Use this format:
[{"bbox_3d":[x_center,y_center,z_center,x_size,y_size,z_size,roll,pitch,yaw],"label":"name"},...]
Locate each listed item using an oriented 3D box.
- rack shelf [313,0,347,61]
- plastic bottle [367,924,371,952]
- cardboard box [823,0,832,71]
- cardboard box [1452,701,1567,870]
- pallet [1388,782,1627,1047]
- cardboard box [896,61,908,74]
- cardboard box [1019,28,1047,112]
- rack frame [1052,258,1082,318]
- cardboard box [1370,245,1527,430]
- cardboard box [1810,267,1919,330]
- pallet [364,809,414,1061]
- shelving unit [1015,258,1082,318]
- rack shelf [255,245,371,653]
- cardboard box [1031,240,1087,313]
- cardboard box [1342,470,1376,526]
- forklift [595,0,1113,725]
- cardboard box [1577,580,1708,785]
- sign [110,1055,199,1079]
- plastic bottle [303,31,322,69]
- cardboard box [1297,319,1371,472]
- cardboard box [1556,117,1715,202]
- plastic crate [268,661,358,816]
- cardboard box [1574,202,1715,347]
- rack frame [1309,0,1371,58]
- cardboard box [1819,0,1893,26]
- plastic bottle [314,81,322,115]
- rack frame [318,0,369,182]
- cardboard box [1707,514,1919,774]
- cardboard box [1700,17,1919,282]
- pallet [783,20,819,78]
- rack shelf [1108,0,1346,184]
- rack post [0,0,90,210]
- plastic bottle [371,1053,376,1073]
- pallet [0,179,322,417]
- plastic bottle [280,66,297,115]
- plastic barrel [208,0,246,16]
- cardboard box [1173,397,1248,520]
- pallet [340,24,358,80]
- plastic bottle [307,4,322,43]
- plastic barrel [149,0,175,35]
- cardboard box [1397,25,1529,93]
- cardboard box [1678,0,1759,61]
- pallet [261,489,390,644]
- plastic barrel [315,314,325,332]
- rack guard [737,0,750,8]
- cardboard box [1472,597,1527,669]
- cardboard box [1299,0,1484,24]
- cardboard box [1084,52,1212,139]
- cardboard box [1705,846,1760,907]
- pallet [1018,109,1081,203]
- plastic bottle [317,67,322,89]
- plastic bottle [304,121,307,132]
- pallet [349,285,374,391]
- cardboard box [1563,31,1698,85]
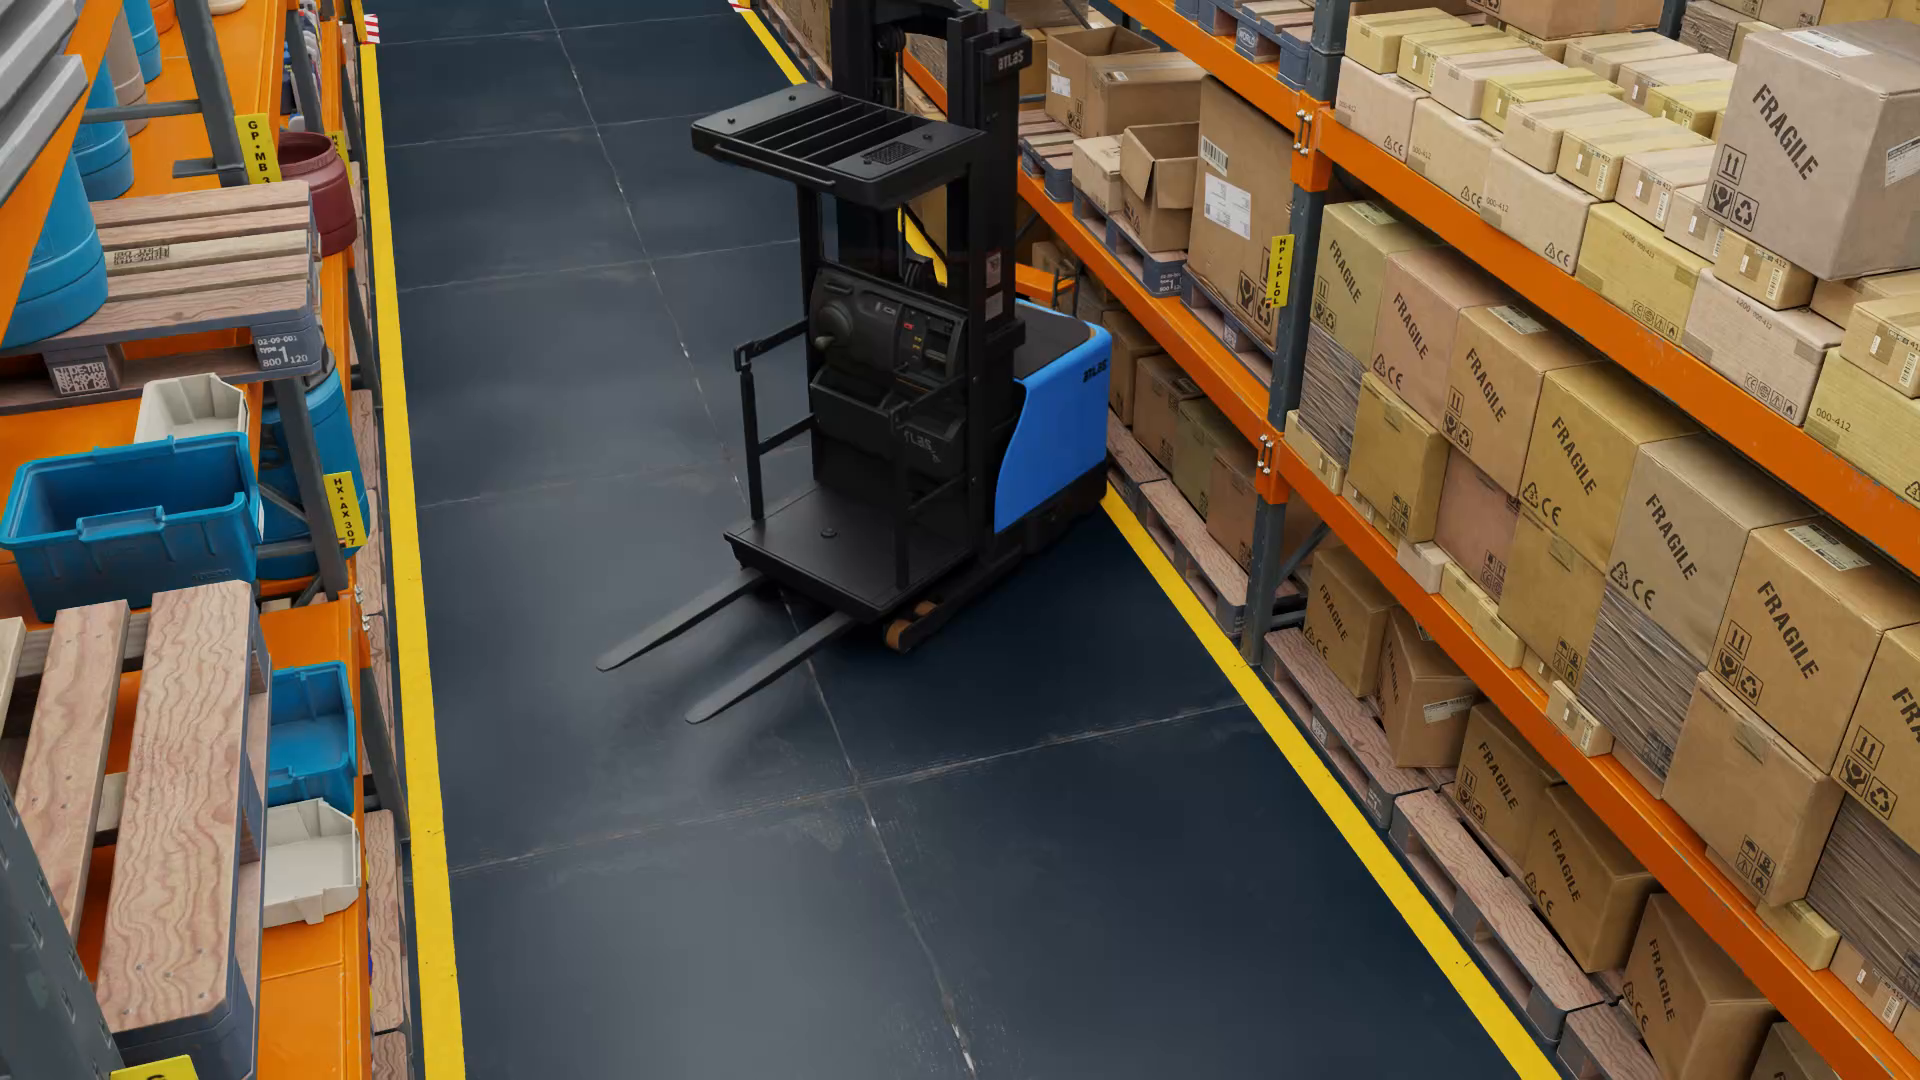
[{"bbox_3d":[-5.893,-4.859,14.355,1.077,0.370,4.000,-10,35,-15],"label":"rack shelf"},{"bbox_3d":[-2.313,1.403,6.229,0.144,0.351,0.185,-12,35,-17],"label":"plastic bottle"},{"bbox_3d":[-0.691,-4.591,14.843,0.875,0.875,0.875,-10,35,-15],"label":"cardboard box"},{"bbox_3d":[2.404,0.955,6.791,0.500,0.500,0.500,-13,36,-19],"label":"cardboard box"},{"bbox_3d":[2.488,1.410,6.745,1.003,0.211,1.213,-10,35,-15],"label":"pallet"},{"bbox_3d":[-0.079,-3.429,13.085,1.225,0.875,0.875,-11,35,-16],"label":"cardboard box"},{"bbox_3d":[0.267,-3.101,10.951,0.500,0.500,0.500,-9,35,-13],"label":"cardboard box"},{"bbox_3d":[0.567,-1.009,9.490,0.015,1.200,0.240,23,35,31],"label":"rack frame"},{"bbox_3d":[1.923,-0.784,6.267,0.500,0.500,0.500,-10,35,-15],"label":"cardboard box"},{"bbox_3d":[2.501,-0.651,4.387,0.380,0.149,0.250,-10,35,-14],"label":"cardboard box"},{"bbox_3d":[-2.678,1.614,6.436,1.003,0.211,1.213,-10,35,-15],"label":"pallet"},{"bbox_3d":[0.374,-1.092,9.615,0.503,1.200,0.258,23,35,31],"label":"shelving unit"},{"bbox_3d":[-3.453,-0.659,7.999,1.077,0.370,4.000,-10,35,-15],"label":"rack shelf"},{"bbox_3d":[0.877,-1.634,10.690,0.700,0.500,0.500,-12,35,-17],"label":"cardboard box"},{"bbox_3d":[1.820,-0.214,6.900,0.380,0.149,0.250,-10,35,-15],"label":"cardboard box"},{"bbox_3d":[-0.494,-0.978,7.891,1.130,2.935,3.031,24,40,32],"label":"forklift"},{"bbox_3d":[2.574,0.387,5.403,0.875,0.500,0.500,-10,35,-15],"label":"cardboard box"},{"bbox_3d":[-1.097,0.846,2.340,0.100,0.325,0.005,-10,35,-15],"label":"sign"},{"bbox_3d":[-4.590,-3.448,11.680,0.152,0.276,0.135,-10,35,-15],"label":"plastic bottle"},{"bbox_3d":[1.952,-0.661,6.989,0.875,0.500,0.500,-10,35,-15],"label":"cardboard box"},{"bbox_3d":[2.113,-1.196,5.213,0.380,0.149,0.250,-11,35,-16],"label":"cardboard box"},{"bbox_3d":[-2.247,0.688,5.442,0.499,0.251,0.616,-10,35,-15],"label":"plastic crate"},{"bbox_3d":[2.243,-0.837,5.030,0.500,0.250,0.500,-11,35,-16],"label":"cardboard box"},{"bbox_3d":[1.874,-3.245,5.818,1.000,3.000,0.127,-10,35,-15],"label":"rack frame"},{"bbox_3d":[5.850,-3.310,10.361,0.700,0.500,0.500,-11,35,-15],"label":"cardboard box"},{"bbox_3d":[-4.249,-2.909,10.868,0.097,0.271,0.097,0,33,0],"label":"plastic bottle"},{"bbox_3d":[-5.283,-4.109,12.568,1.000,3.000,0.127,-10,35,-15],"label":"rack frame"},{"bbox_3d":[2.533,0.266,4.678,0.500,0.500,0.500,-10,35,-15],"label":"cardboard box"},{"bbox_3d":[2.380,-1.039,4.386,0.500,0.500,0.500,-10,35,-15],"label":"cardboard box"},{"bbox_3d":[-1.099,-4.833,16.192,1.003,0.211,1.213,-10,35,-15],"label":"pallet"},{"bbox_3d":[1.264,-2.743,8.432,1.077,0.370,4.000,-10,35,-15],"label":"rack shelf"},{"bbox_3d":[-1.732,-0.522,2.150,0.937,0.300,0.954,-6,34,-10],"label":"rack post"},{"bbox_3d":[-2.107,1.778,5.797,0.097,0.201,0.097,0,33,0],"label":"plastic bottle"},{"bbox_3d":[-2.530,-0.719,4.888,1.213,0.211,1.003,-10,35,-15],"label":"pallet"},{"bbox_3d":[-4.459,-2.987,10.913,0.144,0.351,0.185,-10,35,-15],"label":"plastic bottle"},{"bbox_3d":[-3.453,-2.575,7.650,0.301,0.262,0.301,0,33,0],"label":"plastic barrel"},{"bbox_3d":[1.580,-0.462,8.917,0.700,0.500,0.500,-10,35,-15],"label":"cardboard box"},{"bbox_3d":[-6.289,-4.607,15.849,1.003,0.211,1.213,-10,35,-15],"label":"pallet"},{"bbox_3d":[-4.741,-3.794,12.197,0.061,0.283,0.133,-10,35,-15],"label":"plastic bottle"},{"bbox_3d":[-3.820,-2.629,7.217,0.600,0.830,0.708,-10,35,-15],"label":"plastic barrel"},{"bbox_3d":[1.826,-1.747,6.045,0.380,0.149,0.250,-12,35,-17],"label":"cardboard box"},{"bbox_3d":[5.288,-3.384,11.379,0.500,0.500,0.500,-10,35,-14],"label":"cardboard box"},{"bbox_3d":[-3.495,0.207,8.565,1.003,0.211,1.213,-10,35,-15],"label":"pallet"},{"bbox_3d":[-3.282,-1.117,7.916,0.433,0.535,0.433,0,33,0],"label":"plastic barrel"},{"bbox_3d":[-1.794,-6.012,17.714,1.175,0.500,0.348,-10,35,-15],"label":"rack guard"},{"bbox_3d":[2.123,0.311,6.105,0.380,0.149,0.250,-10,35,-15],"label":"cardboard box"},{"bbox_3d":[1.825,-2.475,6.899,0.797,0.503,0.637,-12,35,-17],"label":"cardboard box"},{"bbox_3d":[1.122,-2.506,9.670,0.700,0.500,0.500,-5,34,-8],"label":"cardboard box"},{"bbox_3d":[2.548,0.960,5.124,0.380,0.149,0.250,-10,35,-15],"label":"cardboard box"},{"bbox_3d":[0.973,-2.406,10.164,1.213,0.211,1.003,-10,35,-15],"label":"pallet"},{"bbox_3d":[-4.417,-3.169,11.324,0.097,0.201,0.097,0,33,0],"label":"plastic bottle"},{"bbox_3d":[-3.944,-2.422,10.120,0.061,0.283,0.133,-10,35,-15],"label":"plastic bottle"},{"bbox_3d":[-4.343,-1.253,10.774,1.003,0.211,1.213,-10,35,-15],"label":"pallet"},{"bbox_3d":[2.402,-1.702,5.979,0.380,0.149,0.250,-12,35,-17],"label":"cardboard box"}]
